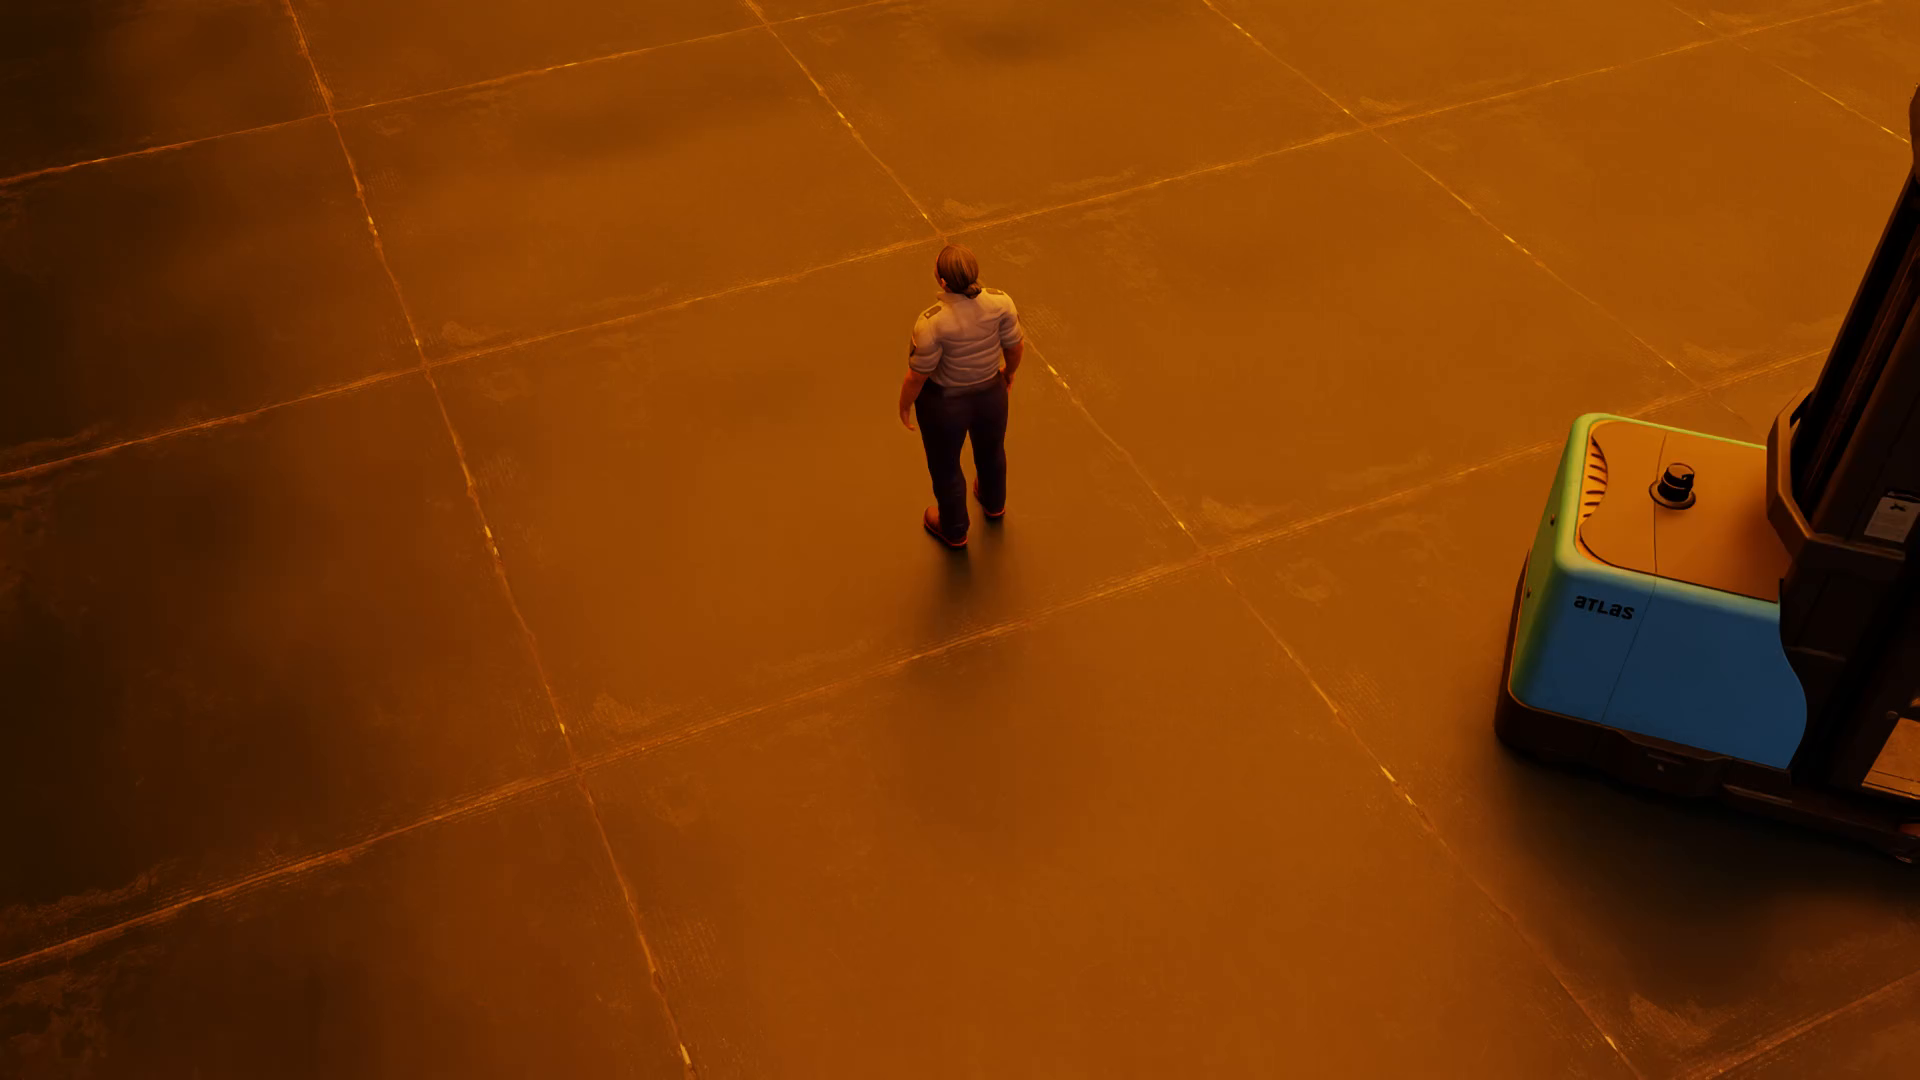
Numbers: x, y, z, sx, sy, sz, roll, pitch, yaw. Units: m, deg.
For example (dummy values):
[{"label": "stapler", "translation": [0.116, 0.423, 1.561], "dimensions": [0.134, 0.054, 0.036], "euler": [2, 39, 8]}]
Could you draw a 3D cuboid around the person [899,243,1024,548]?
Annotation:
[{"label": "person", "translation": [-0.017, -0.670, 7.327], "dimensions": [0.598, 1.651, 0.503], "euler": [-18, 46, -18]}]

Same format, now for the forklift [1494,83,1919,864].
[{"label": "forklift", "translation": [3.788, -0.179, 5.872], "dimensions": [3.031, 2.935, 1.130], "euler": [14, 45, 14]}]
